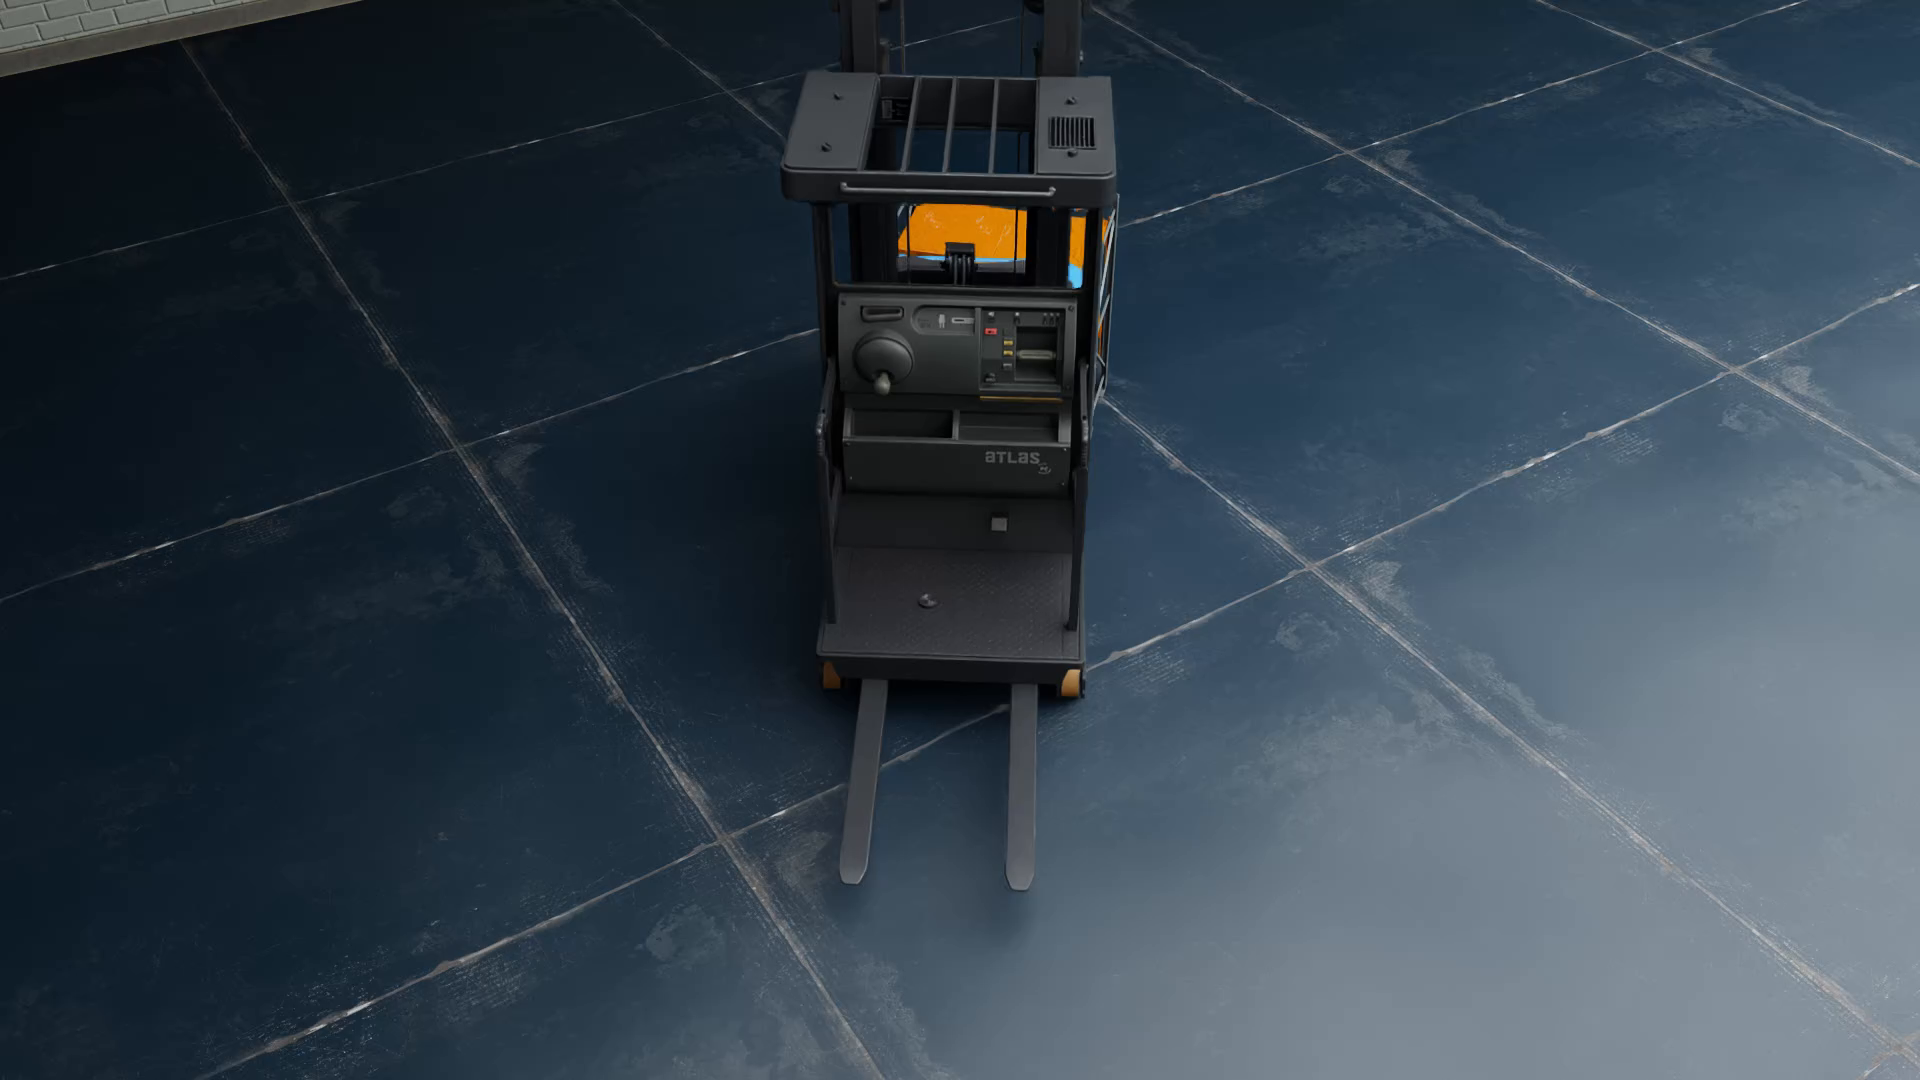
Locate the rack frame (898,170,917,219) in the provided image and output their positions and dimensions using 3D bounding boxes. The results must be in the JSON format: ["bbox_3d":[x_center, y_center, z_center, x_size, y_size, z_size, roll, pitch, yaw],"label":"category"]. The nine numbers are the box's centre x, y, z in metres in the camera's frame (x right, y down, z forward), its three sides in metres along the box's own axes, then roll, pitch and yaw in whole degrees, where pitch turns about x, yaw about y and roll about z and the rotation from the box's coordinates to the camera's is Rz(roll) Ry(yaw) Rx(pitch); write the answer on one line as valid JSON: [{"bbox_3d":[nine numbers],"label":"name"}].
[{"bbox_3d":[-0.288,-1.246,8.427,0.032,1.125,0.500,9,41,10],"label":"rack frame"}]

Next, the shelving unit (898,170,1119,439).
[{"bbox_3d":[0.206,-1.169,8.335,1.048,1.125,0.538,9,41,10],"label":"shelving unit"}]

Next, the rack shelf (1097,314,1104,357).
[{"bbox_3d":[0.206,-0.982,8.492,1.000,0.278,0.538,9,41,10],"label":"rack shelf"}]

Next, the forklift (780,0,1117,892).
[{"bbox_3d":[-0.020,-0.677,6.334,1.130,2.935,3.031,2,40,2],"label":"forklift"}]

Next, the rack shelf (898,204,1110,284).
[{"bbox_3d":[0.206,-1.394,8.148,1.000,0.278,0.538,9,41,10],"label":"rack shelf"}]

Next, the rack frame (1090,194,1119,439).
[{"bbox_3d":[0.700,-1.093,8.244,0.032,1.125,0.500,9,41,10],"label":"rack frame"}]
